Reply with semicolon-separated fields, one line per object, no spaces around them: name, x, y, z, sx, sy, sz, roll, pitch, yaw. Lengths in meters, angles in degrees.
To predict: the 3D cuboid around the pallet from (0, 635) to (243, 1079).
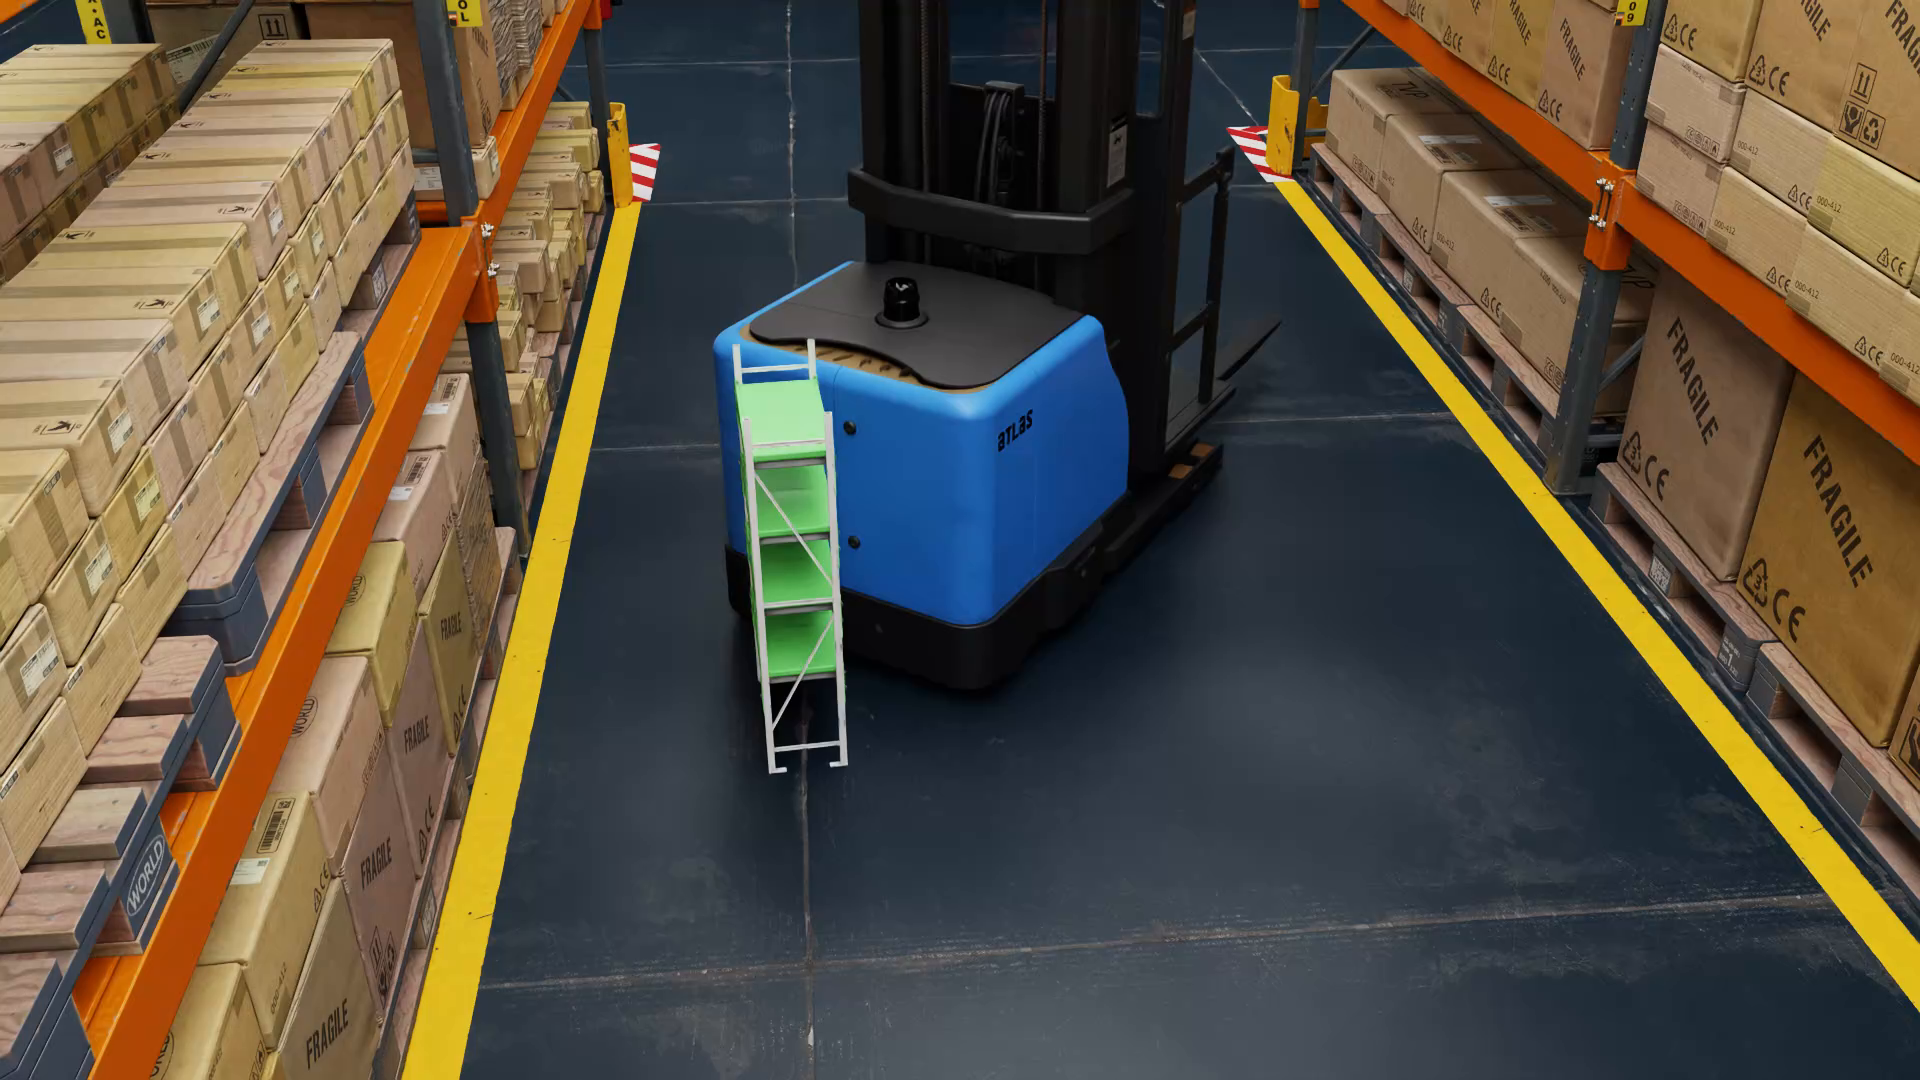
pallet;-1.895;0.545;2.600;1.213;0.211;1.003;-3;31;-5

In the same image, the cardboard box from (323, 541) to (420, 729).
cardboard box;-1.676;0.250;4.202;0.500;0.250;0.500;-4;31;-7

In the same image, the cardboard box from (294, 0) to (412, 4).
cardboard box;-1.895;-2.063;5.416;0.500;0.500;0.500;-2;31;-3

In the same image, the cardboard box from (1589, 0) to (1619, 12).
cardboard box;2.504;-2.210;5.952;0.500;0.500;0.500;-3;31;-5

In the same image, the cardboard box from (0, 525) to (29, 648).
cardboard box;-1.600;0.111;2.394;0.380;0.149;0.250;-4;31;-6

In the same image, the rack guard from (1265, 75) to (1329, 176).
rack guard;2.447;-2.491;9.933;1.175;0.500;0.348;-3;31;-5

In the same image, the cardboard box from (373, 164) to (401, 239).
cardboard box;-1.836;-0.967;4.780;0.380;0.149;0.250;-3;31;-4

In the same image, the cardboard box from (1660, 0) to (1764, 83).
cardboard box;2.578;-1.743;5.171;0.500;0.500;0.500;-2;31;-4

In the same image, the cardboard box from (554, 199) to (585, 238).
cardboard box;-2.024;-1.562;8.021;0.380;0.149;0.250;-2;31;-4

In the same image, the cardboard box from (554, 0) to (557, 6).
cardboard box;-2.071;-2.695;7.449;0.500;0.500;0.500;-3;31;-4

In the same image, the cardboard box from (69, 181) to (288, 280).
cardboard box;-1.743;-0.688;3.732;0.380;0.149;0.250;-4;31;-7

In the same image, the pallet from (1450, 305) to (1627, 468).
pallet;2.830;-0.705;7.224;1.003;0.211;1.213;-3;31;-5

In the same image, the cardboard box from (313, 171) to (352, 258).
cardboard box;-1.786;-0.827;4.254;0.380;0.149;0.250;-4;31;-6

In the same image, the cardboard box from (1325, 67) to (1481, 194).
cardboard box;2.611;-2.300;9.265;0.875;0.438;0.875;-4;31;-6

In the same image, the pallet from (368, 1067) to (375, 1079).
pallet;-1.794;1.619;3.333;1.003;0.211;1.213;-3;31;-5

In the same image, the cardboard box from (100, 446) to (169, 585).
cardboard box;-1.647;-0.039;2.935;0.380;0.149;0.250;-3;31;-4

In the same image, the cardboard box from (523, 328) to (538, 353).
cardboard box;-1.983;-0.766;6.978;0.380;0.149;0.250;-3;31;-6

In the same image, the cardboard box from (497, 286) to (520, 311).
cardboard box;-1.961;-0.889;6.603;0.380;0.149;0.250;-3;31;-5

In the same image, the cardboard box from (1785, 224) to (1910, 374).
cardboard box;2.683;-0.681;4.612;0.500;0.250;0.500;-3;31;-5

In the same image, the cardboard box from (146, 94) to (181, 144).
cardboard box;-2.517;-1.198;4.876;0.380;0.149;0.250;-2;31;-4

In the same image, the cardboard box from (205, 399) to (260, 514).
cardboard box;-1.689;-0.166;3.438;0.380;0.149;0.250;-2;31;-4

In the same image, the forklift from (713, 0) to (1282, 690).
forklift;0.390;-1.500;5.904;1.130;2.935;3.031;17;35;26

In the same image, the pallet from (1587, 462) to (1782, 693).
pallet;2.970;0.078;5.914;1.003;0.211;1.213;-3;31;-5

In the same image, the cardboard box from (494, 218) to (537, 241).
cardboard box;-2.058;-1.290;7.275;0.380;0.149;0.250;-4;31;-7

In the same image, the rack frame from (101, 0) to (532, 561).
rack frame;-2.096;-1.221;5.369;1.000;3.000;0.127;-3;31;-5

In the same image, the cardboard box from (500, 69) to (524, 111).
cardboard box;-1.950;-1.806;6.594;0.380;0.149;0.250;-2;31;-4

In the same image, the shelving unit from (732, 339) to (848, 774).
shelving unit;-0.506;0.059;4.982;0.258;1.200;0.503;-5;31;-8

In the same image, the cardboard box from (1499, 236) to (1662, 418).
cardboard box;2.871;-0.916;6.947;0.875;0.438;0.875;-3;31;-5

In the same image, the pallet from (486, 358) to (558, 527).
pallet;-2.194;-0.365;6.655;1.003;0.211;1.213;-3;31;-5

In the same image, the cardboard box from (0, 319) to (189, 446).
cardboard box;-1.670;-0.288;3.062;0.380;0.149;0.250;-1;31;-2

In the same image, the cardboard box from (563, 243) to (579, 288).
cardboard box;-2.021;-1.302;7.875;0.380;0.149;0.250;-2;31;-4

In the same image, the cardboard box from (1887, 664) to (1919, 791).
cardboard box;3.136;0.452;4.230;0.875;0.875;0.875;-2;31;-4

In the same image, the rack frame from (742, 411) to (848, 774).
rack frame;-0.464;0.182;4.775;0.240;1.200;0.015;-5;31;-8

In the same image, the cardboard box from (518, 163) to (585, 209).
cardboard box;-2.009;-1.690;7.944;0.380;0.149;0.250;-2;31;-3

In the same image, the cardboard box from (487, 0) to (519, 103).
cardboard box;-1.944;-1.909;6.133;0.500;0.500;0.500;-3;31;-5

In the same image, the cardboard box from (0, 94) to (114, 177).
cardboard box;-2.463;-1.053;4.342;0.380;0.149;0.250;-2;31;-4

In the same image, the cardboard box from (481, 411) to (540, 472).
cardboard box;-1.810;-0.379;6.329;0.380;0.149;0.250;-4;31;-7

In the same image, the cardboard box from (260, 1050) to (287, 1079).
cardboard box;-1.534;1.341;3.108;0.500;0.500;0.500;-4;31;-7

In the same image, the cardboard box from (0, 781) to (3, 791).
cardboard box;-1.567;0.365;2.259;0.380;0.149;0.250;-1;31;-2

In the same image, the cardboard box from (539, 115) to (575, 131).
cardboard box;-2.201;-2.086;8.607;0.380;0.149;0.250;-2;31;-4

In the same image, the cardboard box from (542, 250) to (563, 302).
cardboard box;-1.968;-1.164;7.355;0.380;0.149;0.250;-3;31;-5

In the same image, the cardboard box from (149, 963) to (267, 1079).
cardboard box;-1.545;1.029;2.900;0.500;0.250;0.500;-4;31;-7

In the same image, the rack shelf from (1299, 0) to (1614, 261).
rack shelf;2.636;-2.222;7.746;1.077;0.370;4.000;-3;31;-5

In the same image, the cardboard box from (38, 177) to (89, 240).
cardboard box;-2.441;-0.801;4.212;0.380;0.149;0.250;-4;31;-7

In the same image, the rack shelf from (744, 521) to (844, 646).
rack shelf;-0.506;0.113;5.015;0.258;0.148;0.480;-5;31;-8

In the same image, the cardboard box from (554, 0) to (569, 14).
cardboard box;-2.086;-2.617;7.951;0.380;0.149;0.250;-2;31;-3

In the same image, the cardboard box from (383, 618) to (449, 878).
cardboard box;-1.685;0.562;4.413;0.500;0.500;0.500;-3;31;-6

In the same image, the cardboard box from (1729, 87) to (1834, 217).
cardboard box;2.660;-1.157;4.920;0.500;0.250;0.500;-2;31;-4

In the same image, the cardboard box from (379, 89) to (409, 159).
cardboard box;-1.862;-1.227;4.925;0.380;0.149;0.250;-2;31;-3

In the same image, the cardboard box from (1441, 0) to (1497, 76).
cardboard box;2.410;-2.296;7.071;0.500;0.500;0.500;-3;31;-5

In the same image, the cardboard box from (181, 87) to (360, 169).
cardboard box;-1.816;-1.084;4.395;0.380;0.149;0.250;-4;31;-6

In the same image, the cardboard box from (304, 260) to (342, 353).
cardboard box;-1.760;-0.570;4.115;0.380;0.149;0.250;-4;31;-7

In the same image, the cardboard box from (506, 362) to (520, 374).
cardboard box;-1.924;-0.630;6.461;0.380;0.149;0.250;-3;31;-4

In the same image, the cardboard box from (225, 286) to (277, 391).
cardboard box;-1.718;-0.430;3.591;0.380;0.149;0.250;-2;31;-3

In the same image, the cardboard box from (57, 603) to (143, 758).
cardboard box;-1.613;0.236;2.765;0.380;0.149;0.250;-1;31;-2

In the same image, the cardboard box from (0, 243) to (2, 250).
cardboard box;-2.395;-0.666;3.694;0.380;0.149;0.250;-2;31;-3

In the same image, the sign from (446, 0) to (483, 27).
sign;-1.543;-1.746;5.120;0.100;0.325;0.005;-3;31;-5
